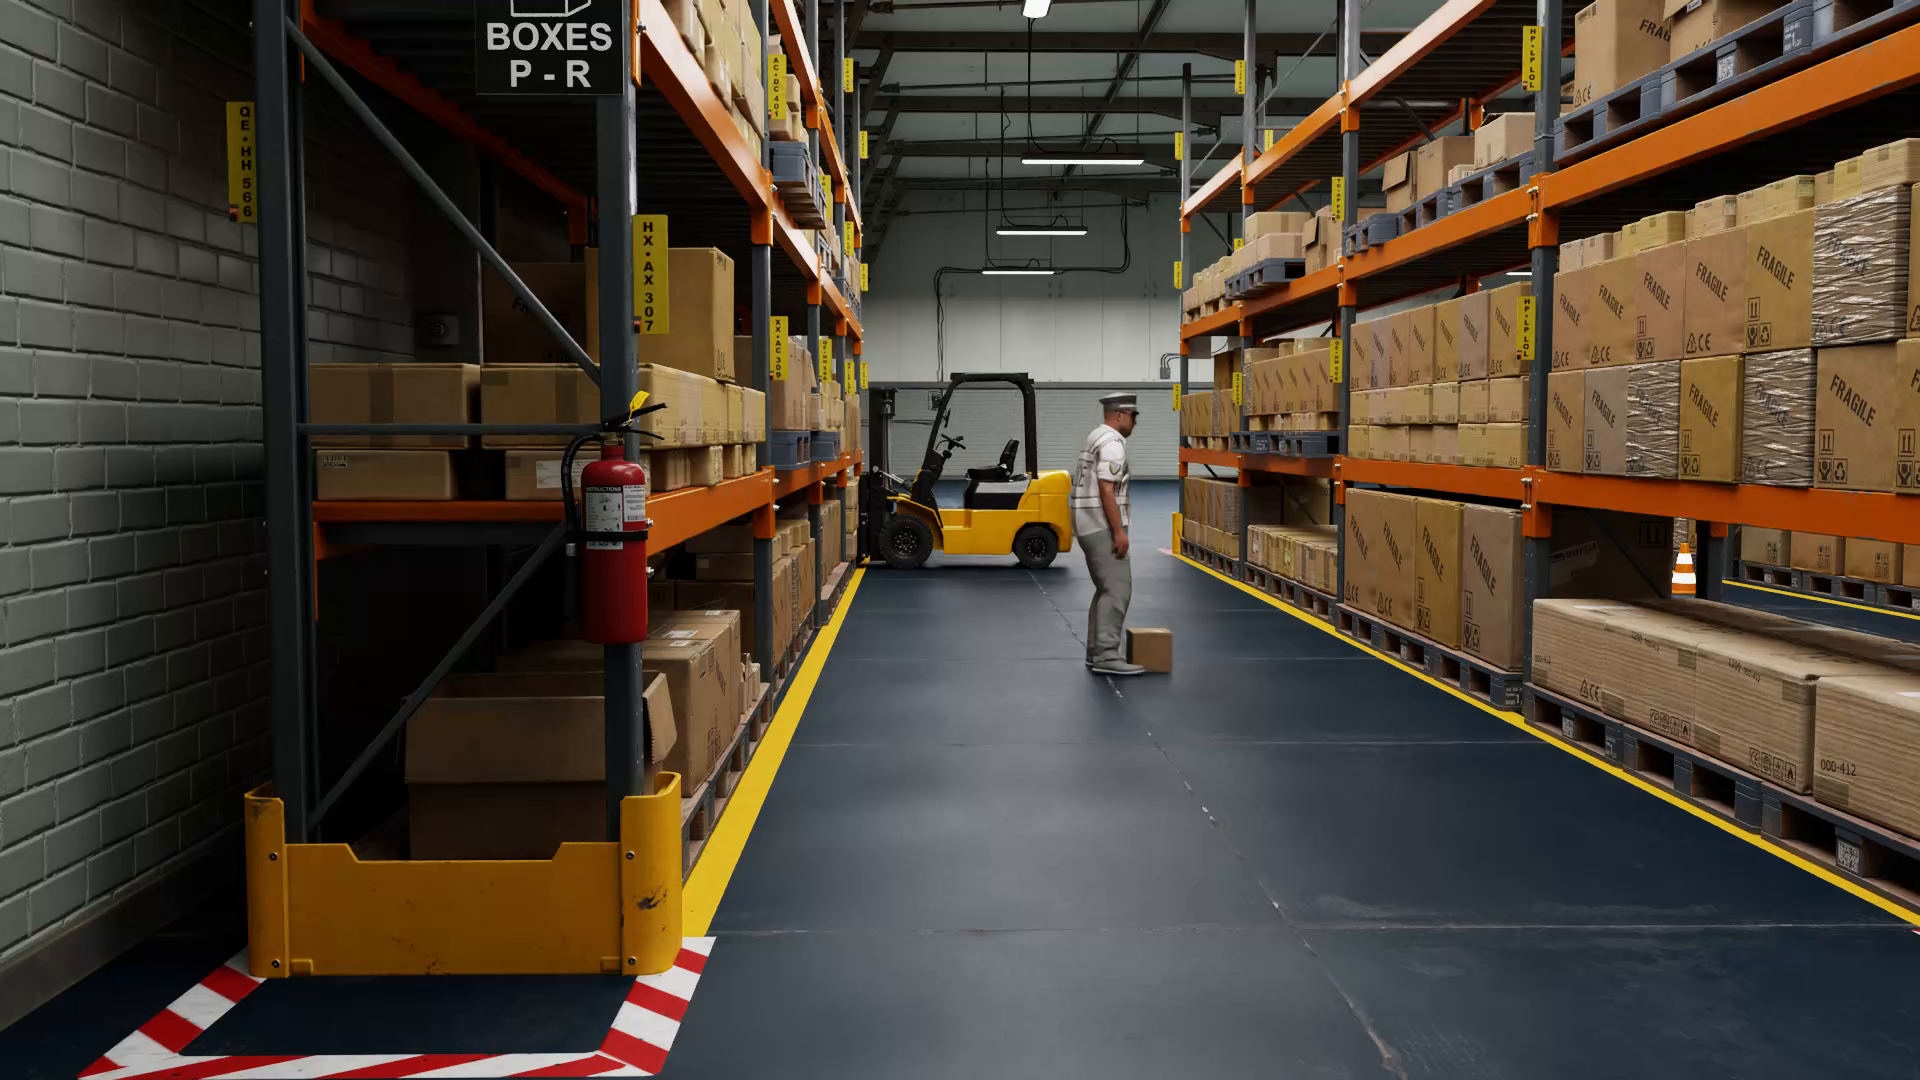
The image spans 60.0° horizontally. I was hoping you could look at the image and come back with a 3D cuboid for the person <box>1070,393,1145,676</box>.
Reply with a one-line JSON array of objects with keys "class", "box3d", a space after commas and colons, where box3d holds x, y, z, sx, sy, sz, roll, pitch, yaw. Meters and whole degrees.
[{"class": "person", "box3d": [0.915, -0.050, 10.452, 0.435, 1.747, 0.585, 0, 4, -4]}]
